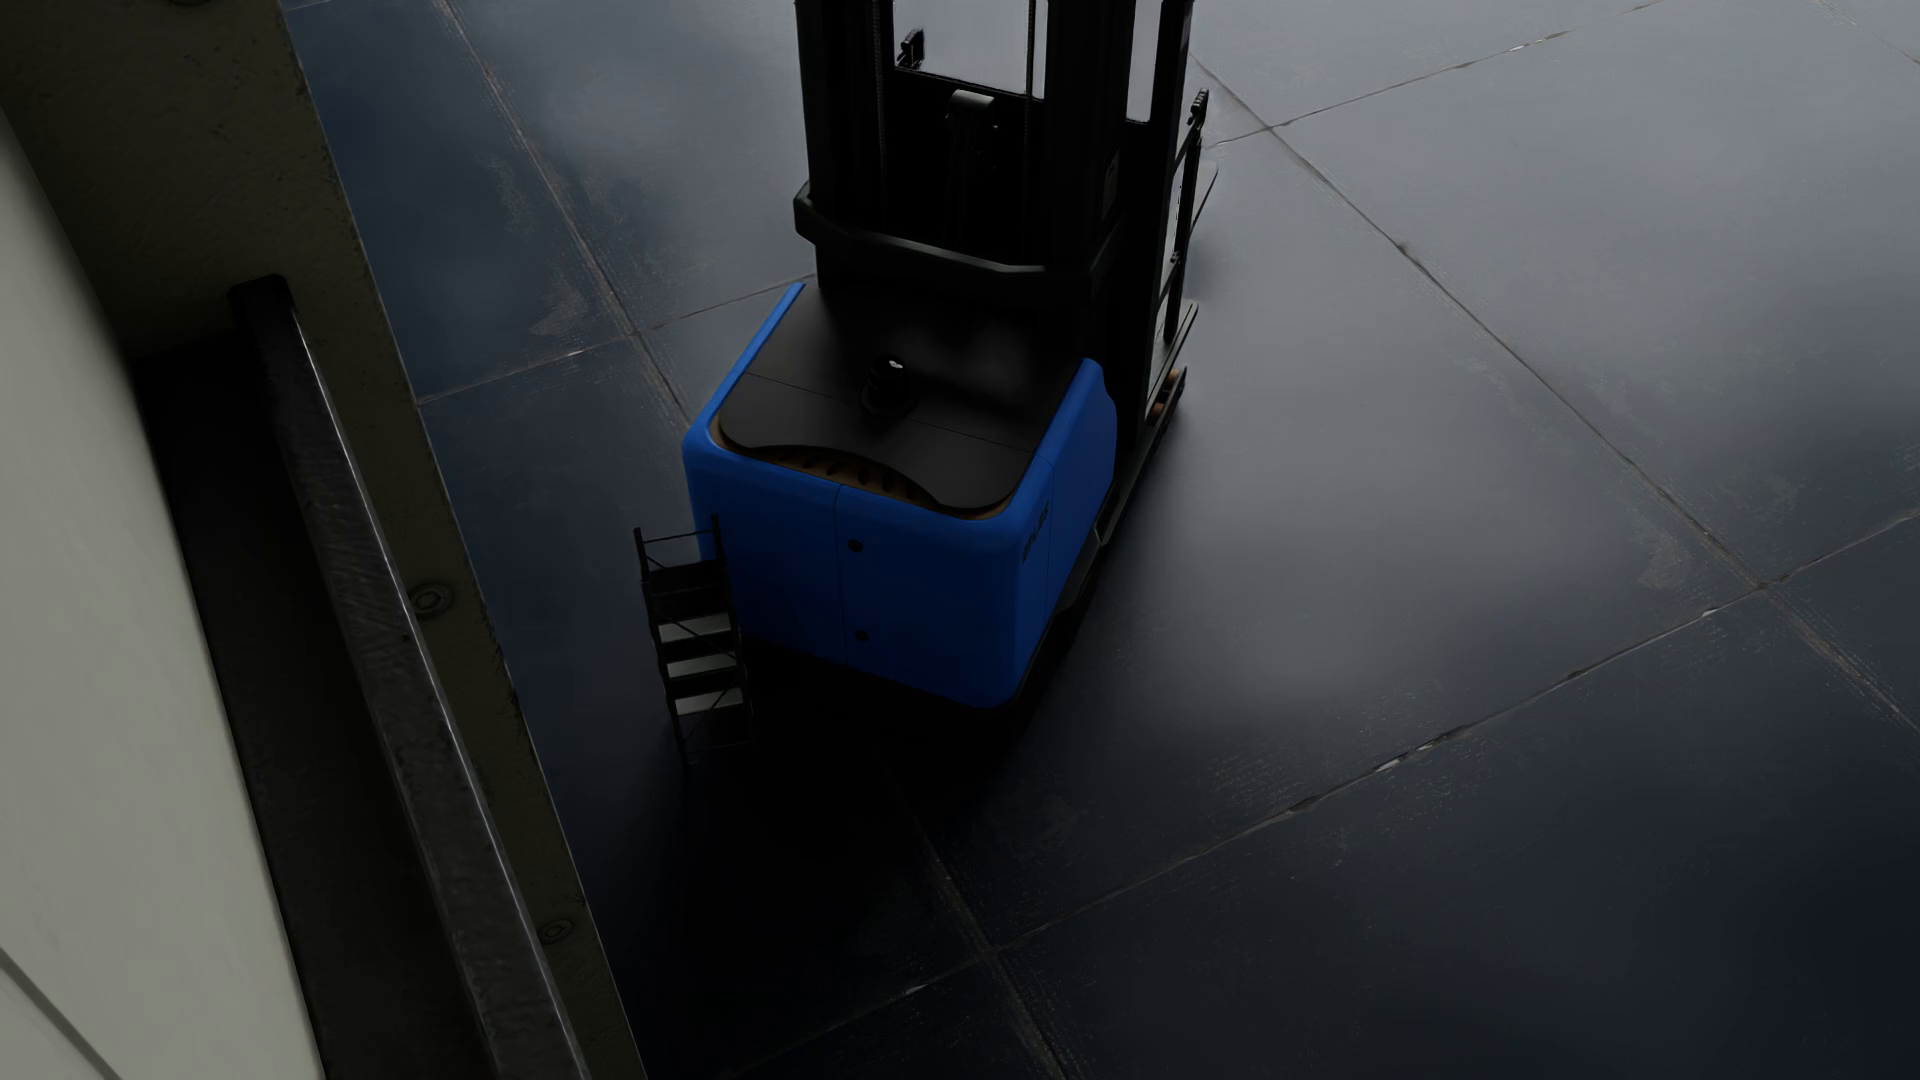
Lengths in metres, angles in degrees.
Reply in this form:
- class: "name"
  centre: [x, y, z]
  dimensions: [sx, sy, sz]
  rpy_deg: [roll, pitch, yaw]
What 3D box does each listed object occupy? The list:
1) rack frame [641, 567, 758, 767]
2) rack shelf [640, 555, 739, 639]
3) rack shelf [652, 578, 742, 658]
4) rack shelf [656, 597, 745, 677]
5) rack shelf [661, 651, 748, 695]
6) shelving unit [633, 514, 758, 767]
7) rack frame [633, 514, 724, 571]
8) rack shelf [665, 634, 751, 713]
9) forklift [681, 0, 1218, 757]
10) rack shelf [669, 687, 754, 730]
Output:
- class: "rack frame"
  centre: [-0.756, 0.393, 4.907]
  dimensions: [0.240, 0.900, 0.006]
  rpy_deg: [-10, 50, -9]
- class: "rack shelf"
  centre: [-0.780, 0.163, 4.793]
  dimensions: [0.258, 0.077, 0.200]
  rpy_deg: [-10, 50, -9]
- class: "rack shelf"
  centre: [-0.780, 0.222, 4.861]
  dimensions: [0.258, 0.077, 0.200]
  rpy_deg: [-10, 50, -9]
- class: "rack shelf"
  centre: [-0.780, 0.282, 4.929]
  dimensions: [0.258, 0.077, 0.200]
  rpy_deg: [-10, 50, -9]
- class: "rack shelf"
  centre: [-0.780, 0.341, 4.997]
  dimensions: [0.258, 0.077, 0.200]
  rpy_deg: [-10, 50, -9]
- class: "shelving unit"
  centre: [-0.780, 0.319, 4.972]
  dimensions: [0.258, 0.900, 0.210]
  rpy_deg: [-10, 50, -9]
- class: "rack frame"
  centre: [-0.804, 0.244, 5.037]
  dimensions: [0.240, 0.900, 0.006]
  rpy_deg: [-10, 50, -9]
- class: "rack shelf"
  centre: [-0.780, 0.400, 5.064]
  dimensions: [0.258, 0.077, 0.200]
  rpy_deg: [-10, 50, -9]
- class: "forklift"
  centre: [0.205, -1.424, 5.147]
  dimensions: [1.130, 2.935, 3.031]
  rpy_deg: [16, 51, 14]
- class: "rack shelf"
  centre: [-0.780, 0.459, 5.132]
  dimensions: [0.258, 0.077, 0.200]
  rpy_deg: [-10, 50, -9]
